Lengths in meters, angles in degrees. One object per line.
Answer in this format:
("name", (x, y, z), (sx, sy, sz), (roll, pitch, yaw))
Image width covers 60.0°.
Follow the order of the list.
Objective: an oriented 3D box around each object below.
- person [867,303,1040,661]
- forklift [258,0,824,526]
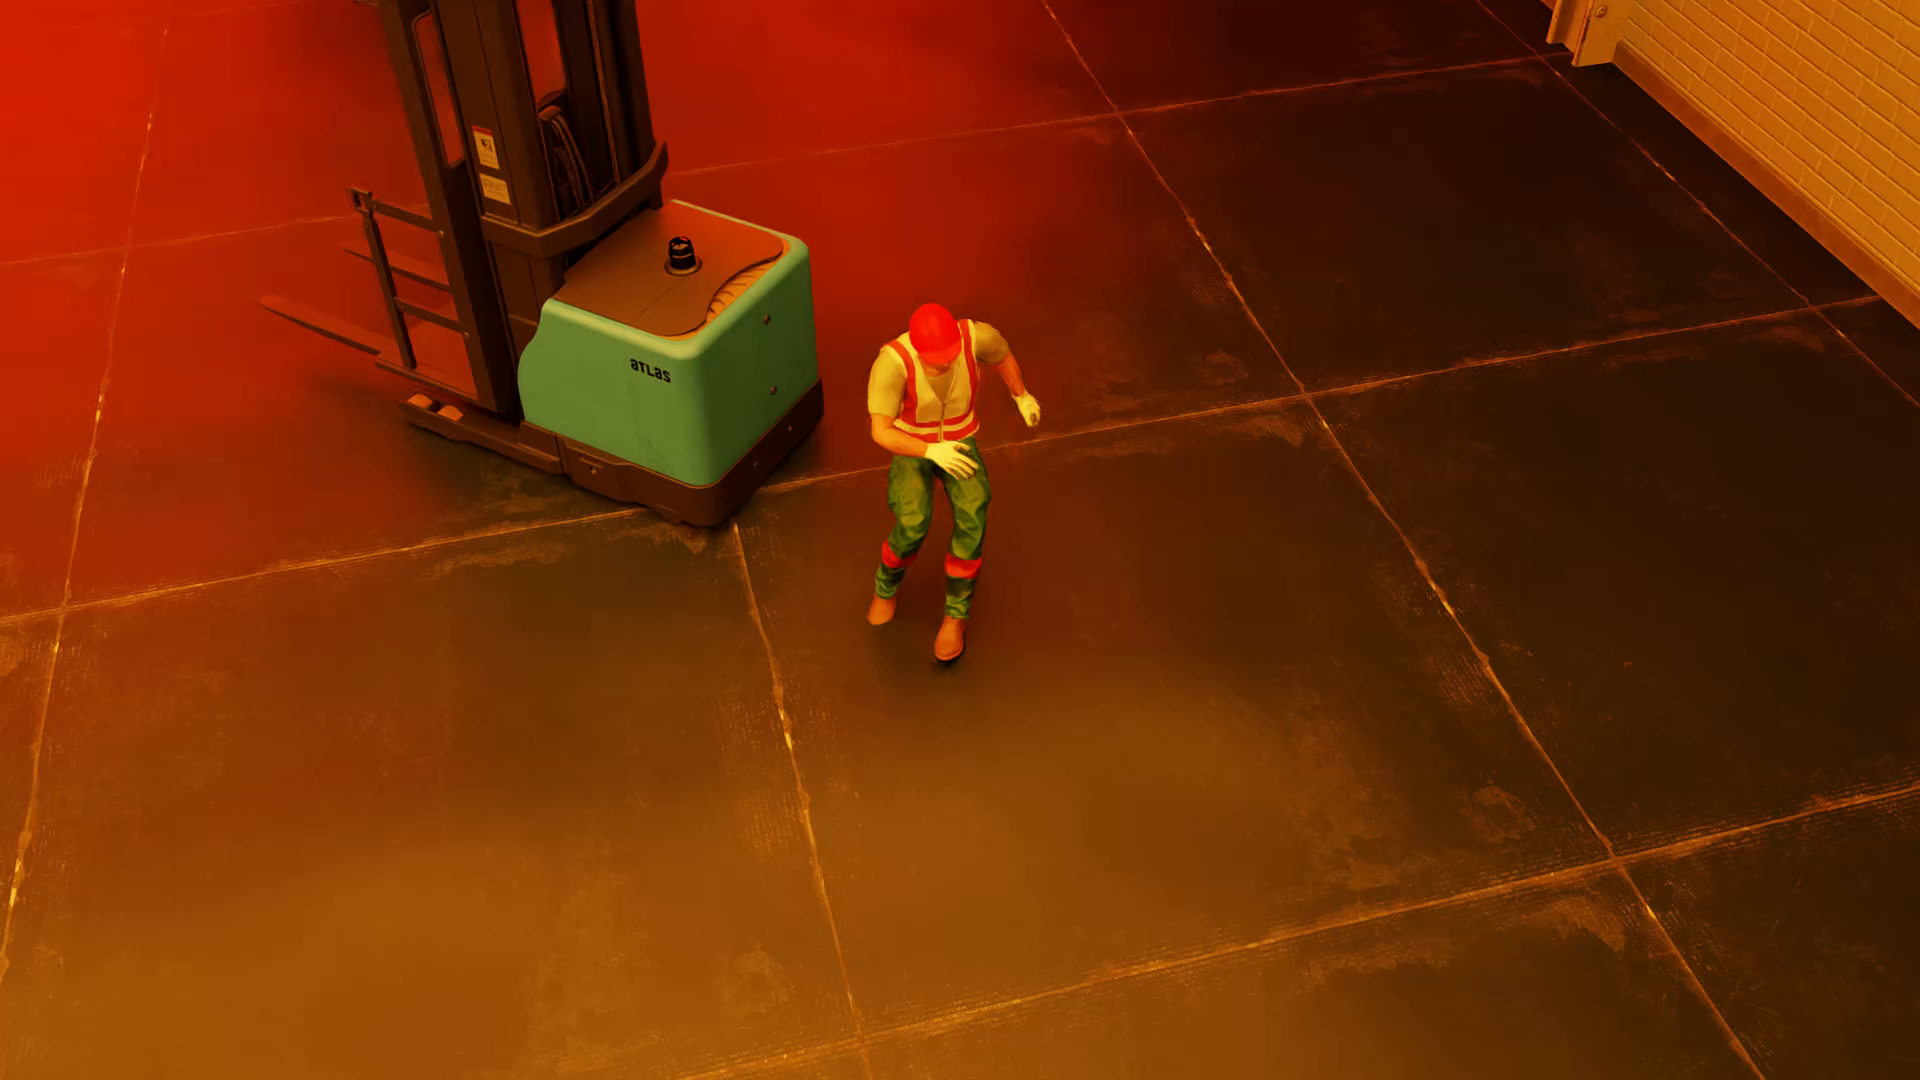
("person", (0.006, -0.315, 7.075), (0.928, 1.534, 0.947), (-12, 45, -12))
("forklift", (-2.223, -1.865, 7.618), (3.031, 2.935, 1.130), (21, 47, 20))
